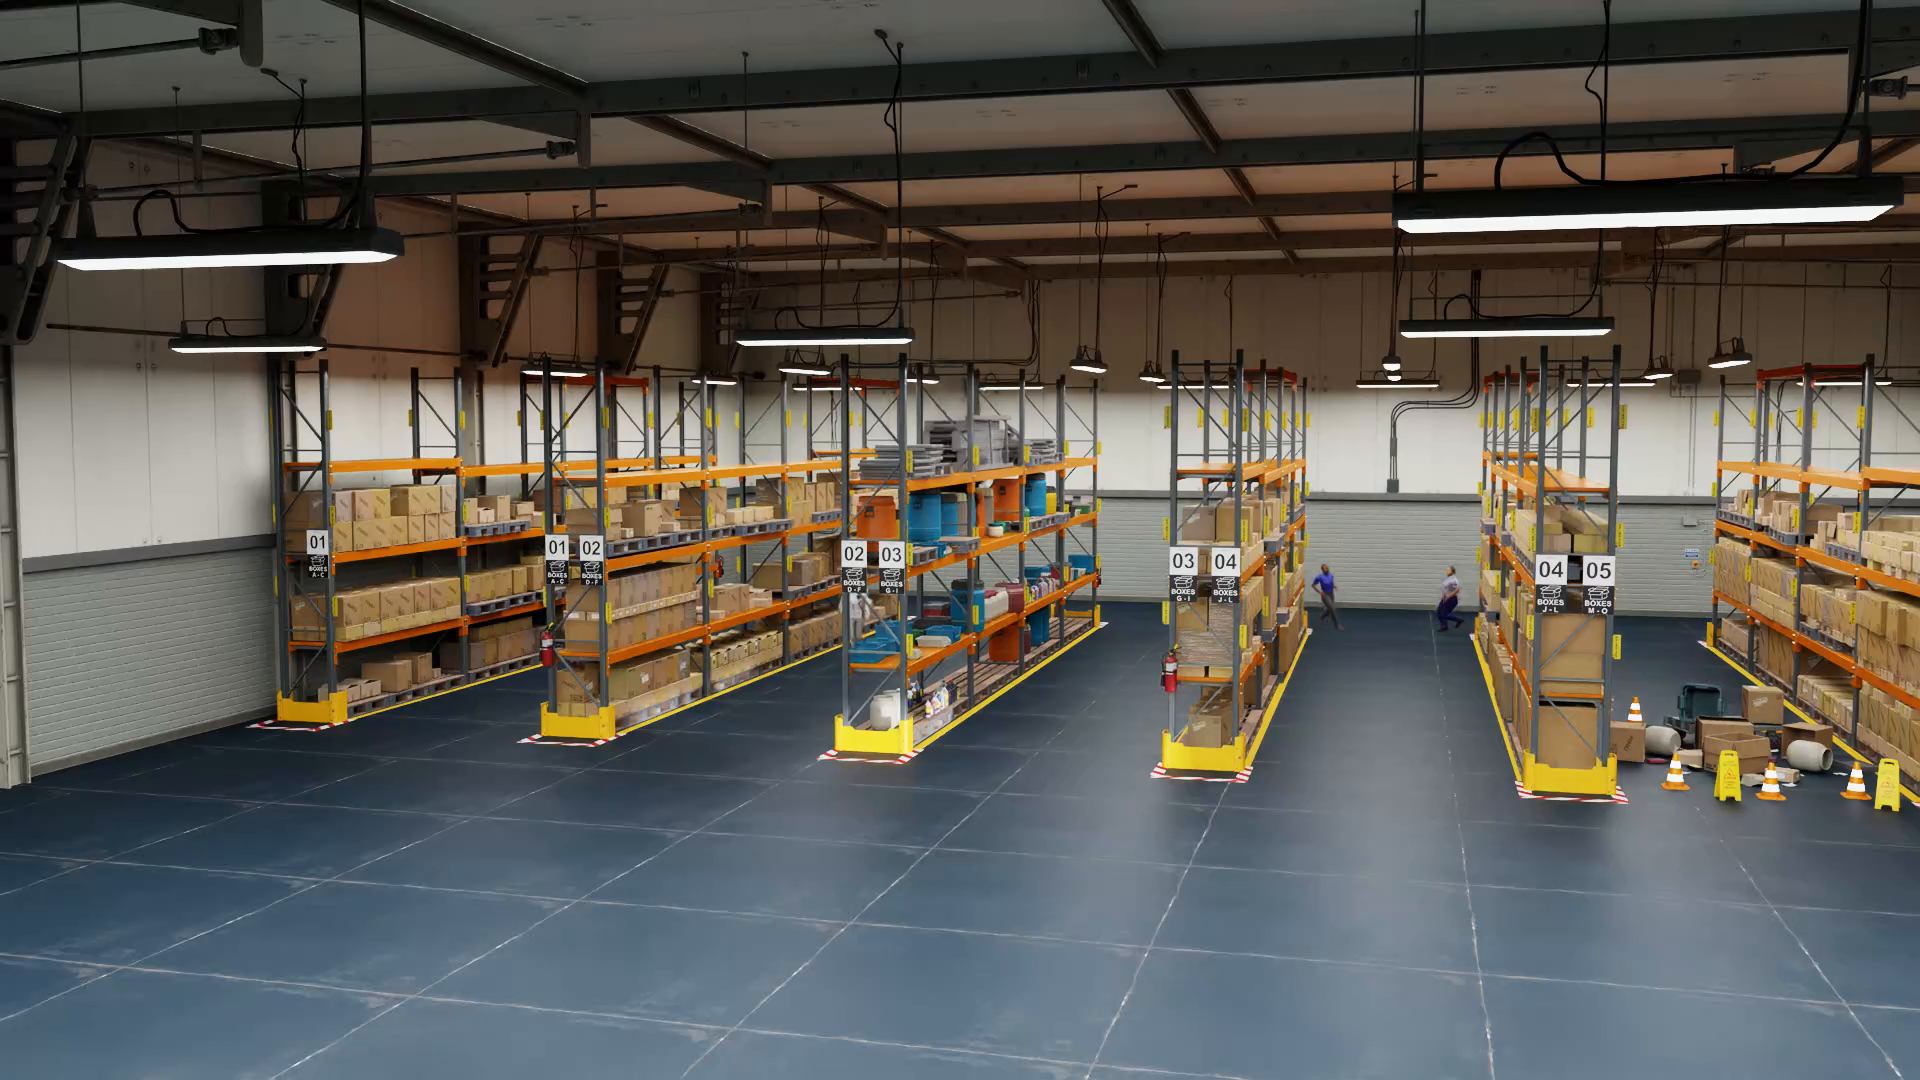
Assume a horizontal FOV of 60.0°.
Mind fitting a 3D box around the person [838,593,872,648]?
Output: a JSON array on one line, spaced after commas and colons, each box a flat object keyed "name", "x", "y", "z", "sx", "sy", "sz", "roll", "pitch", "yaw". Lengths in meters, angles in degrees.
[{"name": "person", "x": -2.071, "y": 1.555, "z": 32.754, "sx": 0.650, "sy": 1.661, "sz": 0.633, "roll": 0, "pitch": 4, "yaw": 1}]

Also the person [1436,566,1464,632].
[{"name": "person", "x": 11.593, "y": 1.409, "z": 39.169, "sx": 0.604, "sy": 1.593, "sz": 0.646, "roll": 0, "pitch": 4, "yaw": -1}]

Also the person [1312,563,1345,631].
[{"name": "person", "x": 8.713, "y": 1.356, "z": 39.712, "sx": 0.627, "sy": 1.616, "sz": 0.851, "roll": -3, "pitch": 5, "yaw": -34}]

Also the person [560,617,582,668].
[{"name": "person", "x": -7.191, "y": 1.931, "z": 31.085, "sx": 0.542, "sy": 1.700, "sz": 0.708, "roll": 0, "pitch": 4, "yaw": 3}]
